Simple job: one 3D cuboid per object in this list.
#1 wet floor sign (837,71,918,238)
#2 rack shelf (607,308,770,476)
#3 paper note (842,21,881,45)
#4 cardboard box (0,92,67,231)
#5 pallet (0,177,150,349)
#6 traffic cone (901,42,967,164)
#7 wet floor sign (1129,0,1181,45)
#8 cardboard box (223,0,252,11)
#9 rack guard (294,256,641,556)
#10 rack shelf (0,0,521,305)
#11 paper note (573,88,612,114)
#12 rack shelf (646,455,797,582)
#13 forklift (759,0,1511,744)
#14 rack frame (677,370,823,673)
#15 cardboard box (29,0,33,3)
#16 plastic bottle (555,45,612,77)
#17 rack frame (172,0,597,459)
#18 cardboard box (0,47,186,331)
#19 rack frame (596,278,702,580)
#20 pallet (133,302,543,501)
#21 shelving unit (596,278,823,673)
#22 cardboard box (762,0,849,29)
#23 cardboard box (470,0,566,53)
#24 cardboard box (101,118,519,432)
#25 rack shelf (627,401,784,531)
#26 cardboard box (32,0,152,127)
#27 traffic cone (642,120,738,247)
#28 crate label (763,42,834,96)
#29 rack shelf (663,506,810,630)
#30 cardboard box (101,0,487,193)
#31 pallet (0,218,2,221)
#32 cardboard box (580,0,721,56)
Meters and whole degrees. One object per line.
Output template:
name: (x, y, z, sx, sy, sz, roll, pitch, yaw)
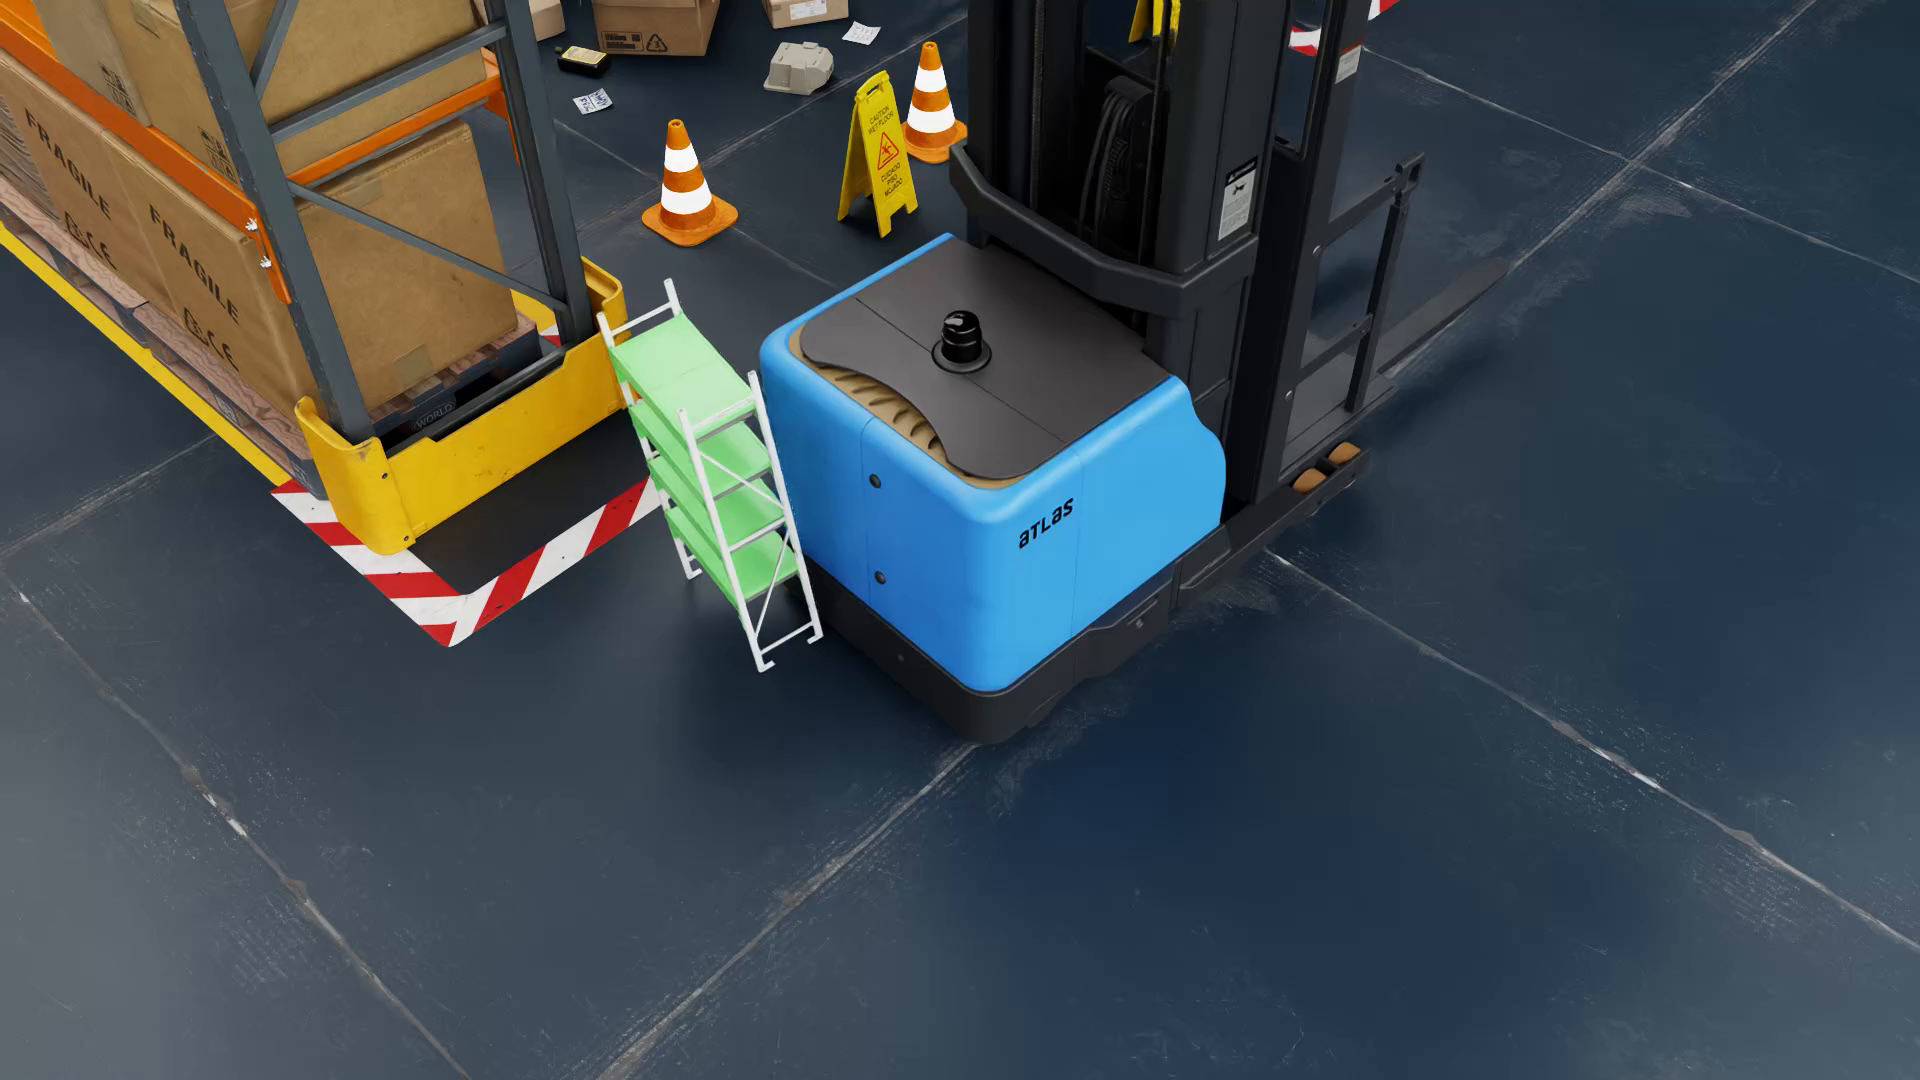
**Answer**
wet floor sign: (-0.349, -1.604, 6.813, 0.232, 0.644, 0.267, 25, 52, 22)
rack shelf: (-0.775, -0.428, 4.745, 0.258, 0.148, 0.480, -30, 54, -18)
paper note: (-0.475, -2.450, 8.029, 0.142, 0.019, 0.148, 17, 49, 15)
cardboard box: (-3.573, -1.966, 6.707, 0.875, 0.875, 0.875, 34, 56, 28)
pallet: (-3.246, -1.366, 6.888, 1.213, 0.211, 1.003, 34, 55, 28)
traffic cone: (-0.124, -1.956, 7.269, 0.334, 0.463, 0.336, 34, 55, 28)
wet floor sign: (0.984, -2.592, 7.741, 0.267, 0.644, 0.232, -21, 50, -18)
cardboard box: (-1.959, -1.989, 4.716, 0.550, 0.550, 0.875, 34, 55, 28)
rack guard: (-1.695, -0.496, 5.873, 0.348, 0.500, 1.175, 34, 55, 28)
rack shelf: (-3.183, -2.106, 6.163, 4.000, 0.370, 1.077, 34, 55, 28)
paper note: (-1.683, -2.011, 7.618, 0.144, 0.017, 0.142, -21, 50, -18)
rack shelf: (-0.732, -0.122, 5.113, 0.258, 0.148, 0.480, -30, 54, -18)
forklift: (0.812, -1.336, 4.994, 3.031, 2.935, 1.130, -35, 56, -28)
rack frame: (-0.601, -0.016, 4.925, 0.240, 1.200, 0.015, -30, 54, -18)
cardboard box: (-2.762, -2.178, 5.635, 0.550, 0.550, 0.875, 34, 55, 28)
plastic bottle: (-1.798, -2.262, 7.832, 0.283, 0.061, 0.133, 17, 49, 15)
rack frame: (-1.713, -1.364, 4.973, 0.127, 3.000, 1.000, 34, 55, 28)
cardboard box: (-2.904, -1.514, 6.283, 0.875, 0.875, 0.875, 33, 55, 27)
rack frame: (-0.876, -0.310, 5.202, 0.240, 1.200, 0.015, -30, 54, -18)
pallet: (-2.354, -0.762, 6.321, 1.213, 0.211, 1.003, 34, 55, 28)
shelving unit: (-0.738, -0.163, 5.064, 0.258, 1.200, 0.503, -30, 54, -18)
cardboard box: (-0.763, -2.655, 8.141, 0.380, 0.149, 0.250, -13, 48, -12)
cardboard box: (-2.140, -2.542, 7.955, 0.396, 0.266, 0.258, -29, 53, -25)
cardboard box: (-2.256, -1.080, 5.876, 0.875, 0.875, 0.875, 34, 56, 28)
rack shelf: (-0.754, -0.275, 4.929, 0.258, 0.148, 0.480, -30, 54, -18)
cardboard box: (-2.435, -1.834, 5.312, 0.550, 0.550, 0.875, 34, 55, 28)
traffic cone: (-1.140, -1.518, 6.858, 0.334, 0.463, 0.336, 34, 55, 28)
crate label: (-0.744, -2.200, 7.721, 0.298, 0.136, 0.250, 9, 48, 9)
rack shelf: (-0.711, 0.031, 5.296, 0.258, 0.148, 0.480, -30, 54, -18)
cardboard box: (-2.016, -1.574, 5.067, 0.550, 0.550, 0.875, 34, 55, 28)
pallet: (-4.147, -1.969, 7.454, 1.213, 0.211, 1.003, 34, 55, 28)
cardboard box: (-1.438, -2.723, 7.962, 0.637, 0.503, 0.797, 2, 47, 2)
